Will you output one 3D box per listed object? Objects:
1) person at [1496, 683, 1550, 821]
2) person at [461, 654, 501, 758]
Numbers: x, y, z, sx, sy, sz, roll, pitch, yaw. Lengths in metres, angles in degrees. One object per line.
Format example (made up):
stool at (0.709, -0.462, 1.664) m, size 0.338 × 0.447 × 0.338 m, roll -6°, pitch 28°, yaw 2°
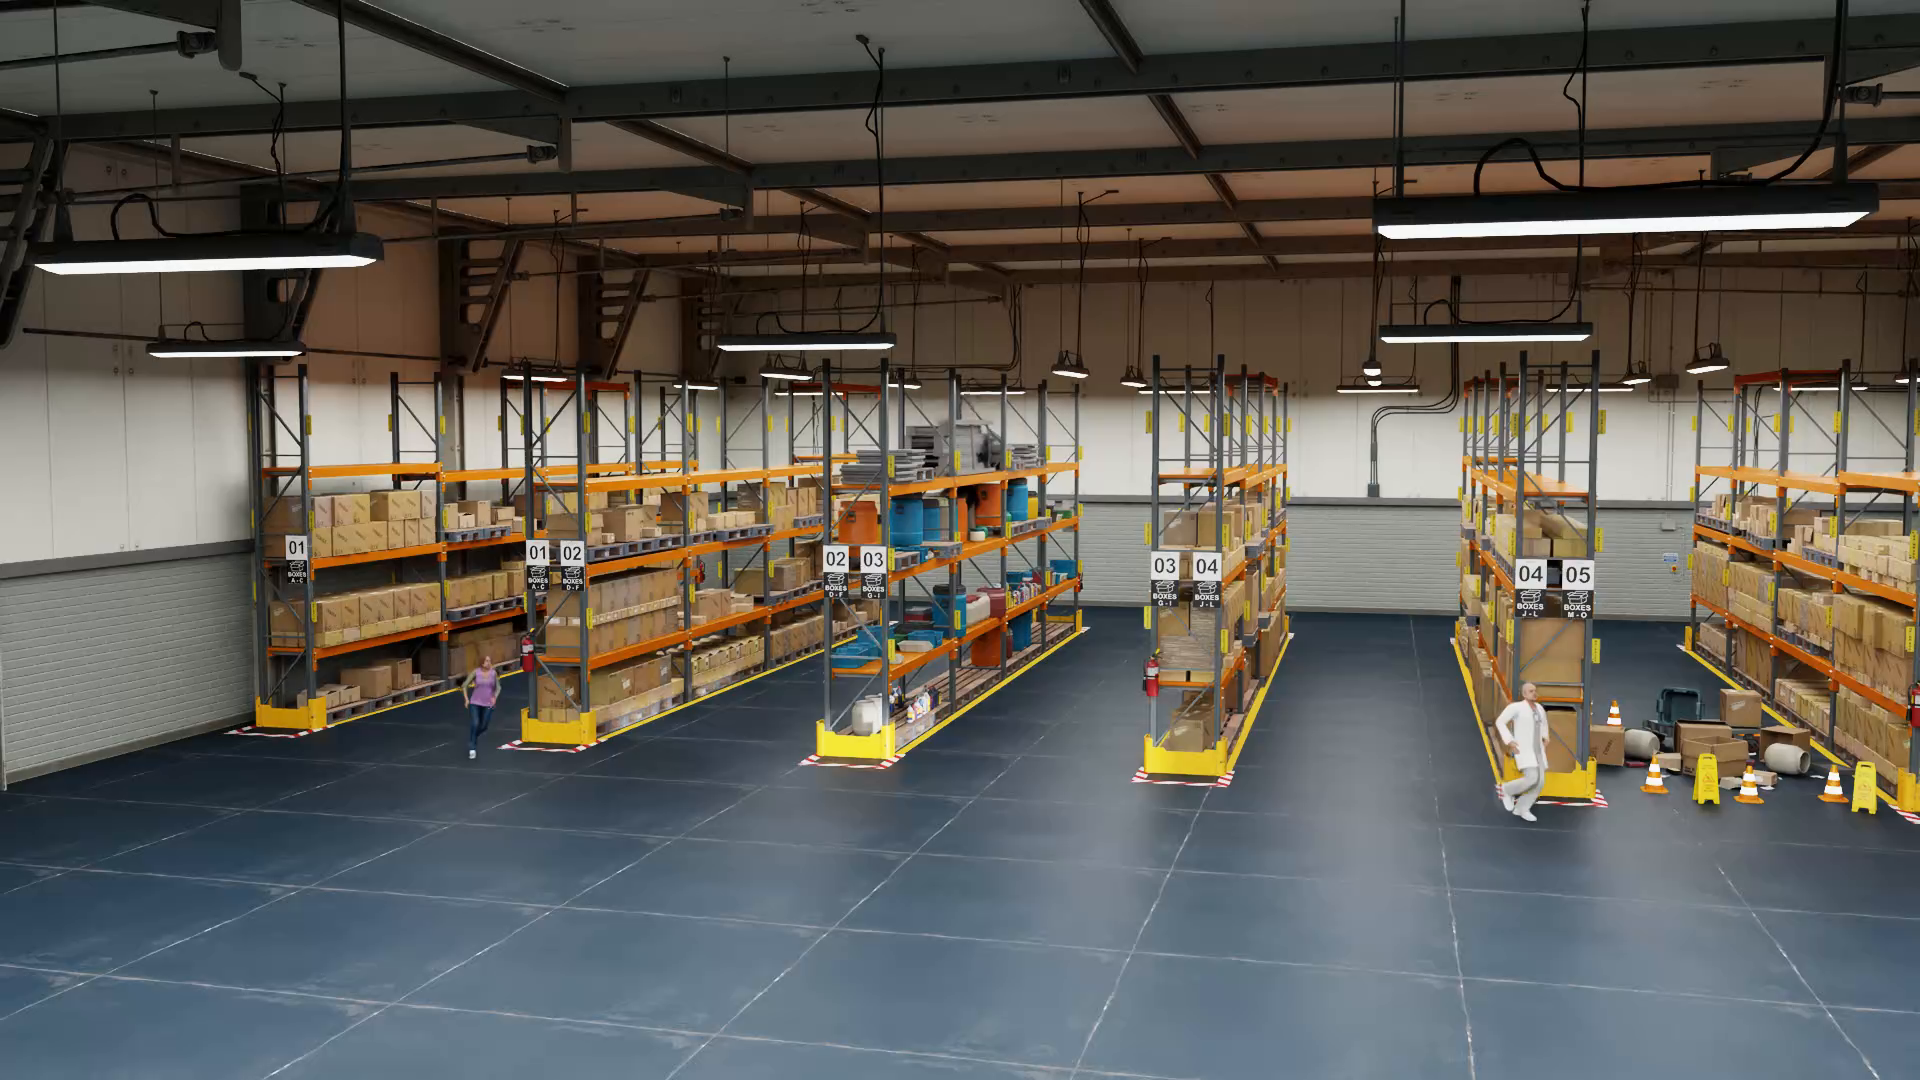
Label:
person at (7.219, 2.688, 21.152) m, size 0.727 × 1.731 × 0.587 m, roll -2°, pitch 4°, yaw -27°
person at (-7.278, 2.502, 25.296) m, size 0.582 × 1.544 × 0.573 m, roll -2°, pitch 4°, yaw -25°
